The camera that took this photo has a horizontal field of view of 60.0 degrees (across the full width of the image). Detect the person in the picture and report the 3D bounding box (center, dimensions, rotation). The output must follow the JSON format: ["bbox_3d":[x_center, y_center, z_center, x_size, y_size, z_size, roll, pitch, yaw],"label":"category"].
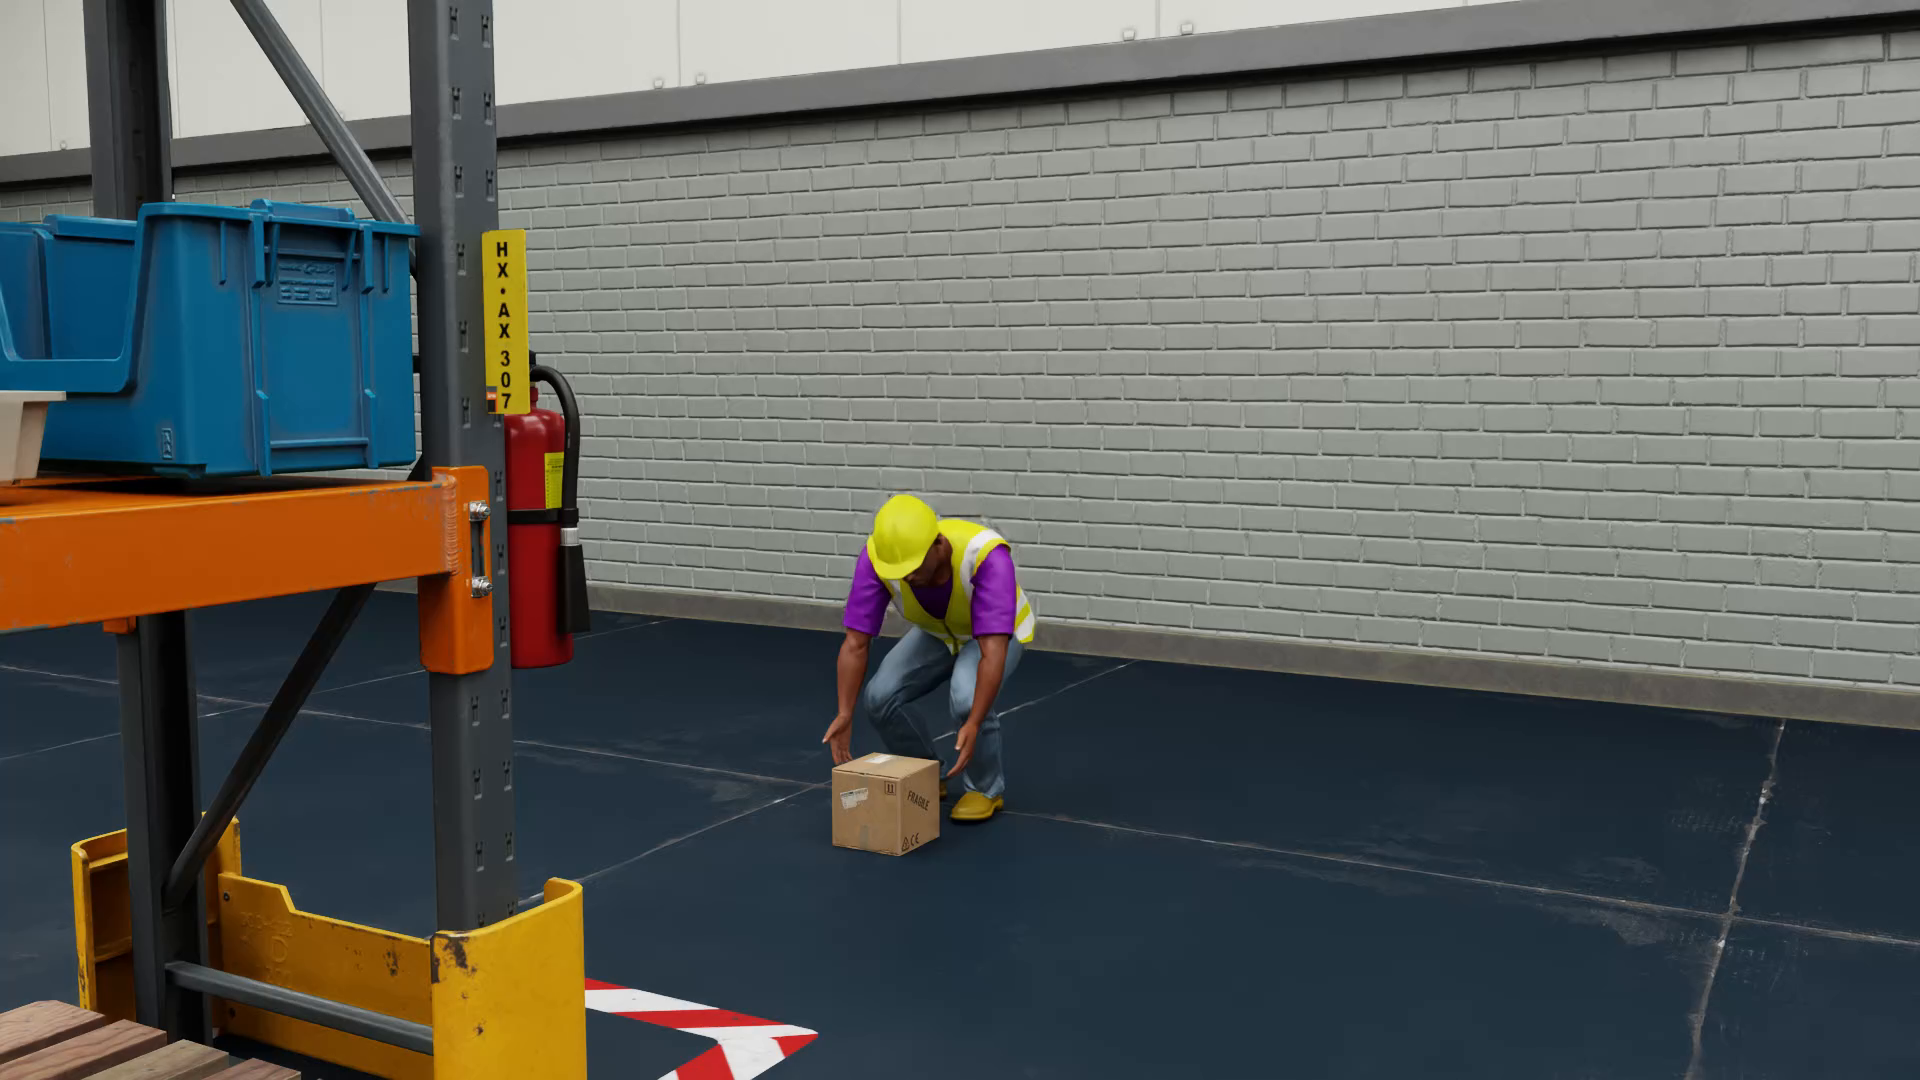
[{"bbox_3d":[-0.035,0.380,5.542,0.606,1.113,0.869,3,7,28],"label":"person"}]
